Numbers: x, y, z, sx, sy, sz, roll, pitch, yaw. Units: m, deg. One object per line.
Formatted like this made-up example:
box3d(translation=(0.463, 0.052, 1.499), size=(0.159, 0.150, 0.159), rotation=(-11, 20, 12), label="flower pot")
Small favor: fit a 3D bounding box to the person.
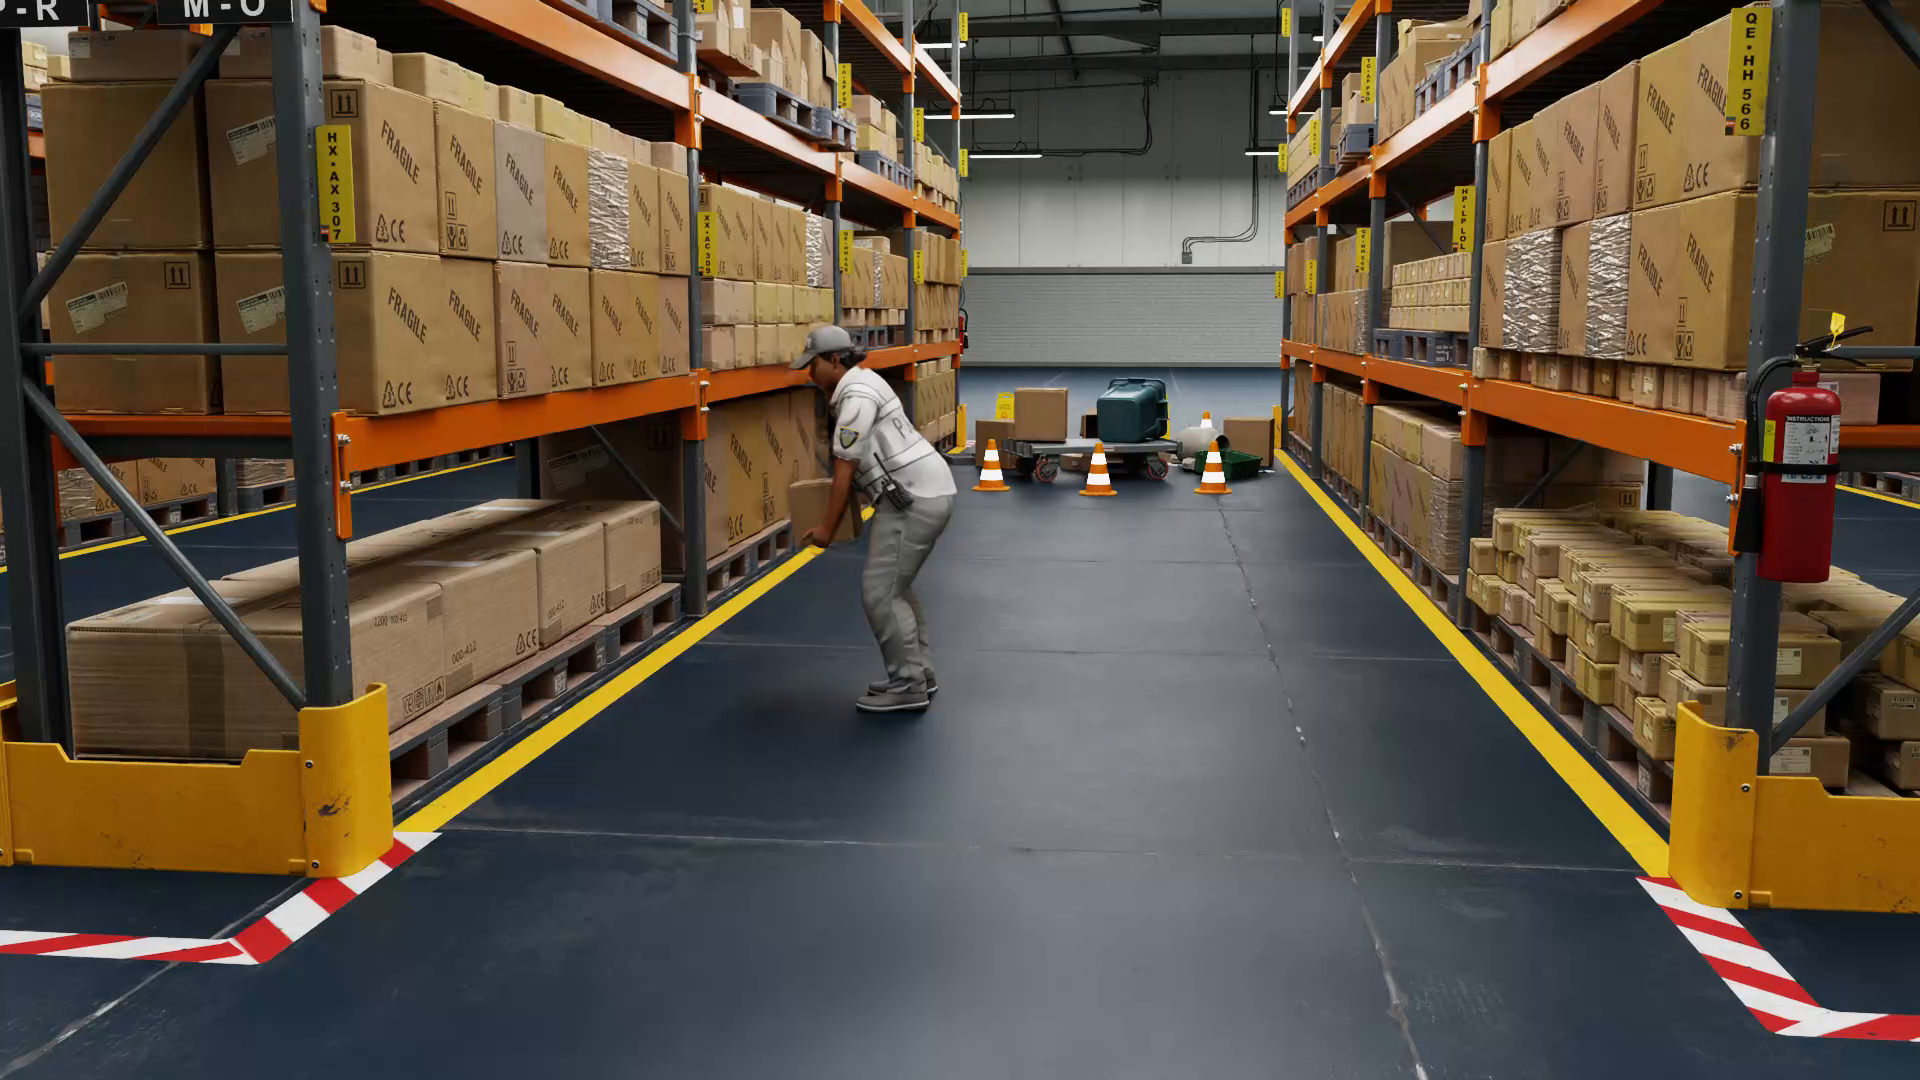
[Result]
box3d(translation=(-0.357, -0.094, 6.871), size=(0.684, 1.571, 0.456), rotation=(1, 8, 5), label="person")
